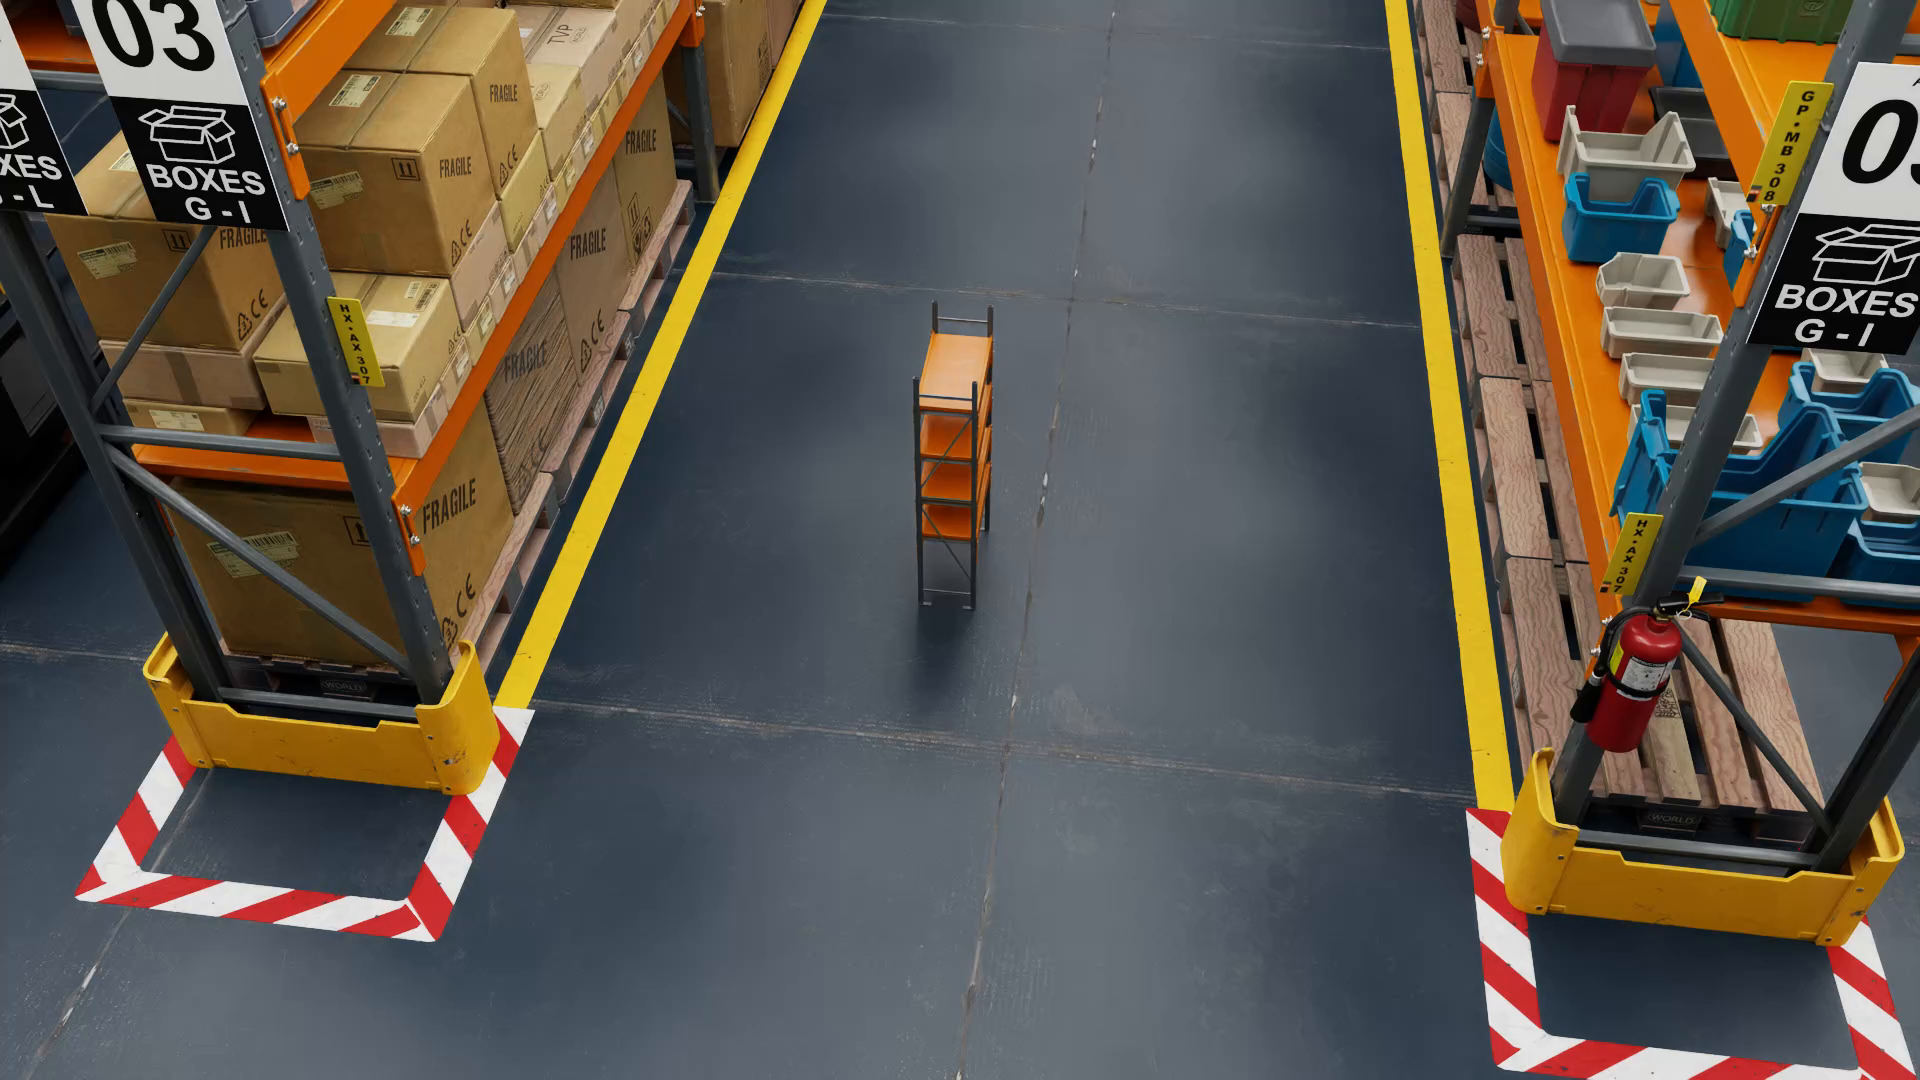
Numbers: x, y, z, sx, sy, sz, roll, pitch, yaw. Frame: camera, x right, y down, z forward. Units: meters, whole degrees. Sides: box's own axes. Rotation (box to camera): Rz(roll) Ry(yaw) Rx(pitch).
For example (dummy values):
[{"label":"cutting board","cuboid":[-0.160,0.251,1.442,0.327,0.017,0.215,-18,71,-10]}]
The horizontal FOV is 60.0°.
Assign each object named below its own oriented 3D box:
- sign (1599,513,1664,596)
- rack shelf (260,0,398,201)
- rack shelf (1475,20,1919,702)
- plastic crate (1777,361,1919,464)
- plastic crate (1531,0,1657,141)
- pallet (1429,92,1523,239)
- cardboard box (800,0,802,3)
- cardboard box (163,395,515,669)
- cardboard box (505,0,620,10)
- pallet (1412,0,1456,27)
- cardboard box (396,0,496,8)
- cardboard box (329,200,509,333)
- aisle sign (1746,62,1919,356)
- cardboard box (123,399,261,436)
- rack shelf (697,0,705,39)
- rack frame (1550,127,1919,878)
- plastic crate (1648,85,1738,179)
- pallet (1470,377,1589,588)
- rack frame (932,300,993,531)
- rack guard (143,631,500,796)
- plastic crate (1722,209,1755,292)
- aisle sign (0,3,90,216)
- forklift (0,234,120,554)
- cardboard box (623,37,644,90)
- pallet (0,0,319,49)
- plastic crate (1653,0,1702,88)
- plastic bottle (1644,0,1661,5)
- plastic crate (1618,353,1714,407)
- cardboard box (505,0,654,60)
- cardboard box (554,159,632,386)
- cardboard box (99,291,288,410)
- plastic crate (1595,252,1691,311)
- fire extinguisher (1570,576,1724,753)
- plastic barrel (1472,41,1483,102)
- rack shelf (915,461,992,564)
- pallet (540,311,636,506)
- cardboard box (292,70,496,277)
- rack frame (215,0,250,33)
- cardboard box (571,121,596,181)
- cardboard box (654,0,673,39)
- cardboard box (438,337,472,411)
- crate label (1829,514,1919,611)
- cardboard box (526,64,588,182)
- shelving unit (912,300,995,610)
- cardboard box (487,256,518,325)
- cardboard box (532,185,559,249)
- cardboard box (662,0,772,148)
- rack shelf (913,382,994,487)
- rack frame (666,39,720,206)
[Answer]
[{"label":"sign","cuboid":[1.986,0.044,4.925,0.100,0.325,0.005,5,44,6]},{"label":"rack shelf","cuboid":[-2.112,-2.499,6.071,1.077,0.370,4.000,5,44,6]},{"label":"rack shelf","cuboid":[2.798,-0.959,6.627,1.077,0.370,4.000,5,44,6]},{"label":"plastic crate","cuboid":[2.980,-0.405,5.597,0.416,0.233,0.300,5,44,6]},{"label":"plastic crate","cuboid":[2.696,-2.043,7.158,0.402,0.464,0.583,5,44,6]},{"label":"pallet","cuboid":[3.206,-2.093,9.329,1.003,0.211,1.213,5,44,6]},{"label":"cardboard box","cuboid":[-1.556,-4.065,10.624,1.225,0.875,0.875,5,44,6]},{"label":"cardboard box","cuboid":[-2.371,-0.132,6.470,0.875,0.875,0.875,5,44,6]},{"label":"cardboard box","cuboid":[-1.713,-2.681,7.269,0.500,0.500,0.500,6,44,6]},{"label":"pallet","cuboid":[3.528,-3.756,11.085,1.003,0.211,1.213,5,44,6]},{"label":"cardboard box","cuboid":[-2.301,-2.366,6.937,0.500,0.500,0.500,4,44,4]},{"label":"cardboard box","cuboid":[-1.983,-1.019,6.059,0.500,0.250,0.500,5,44,5]},{"label":"aisle sign","cuboid":[2.234,-0.779,4.022,0.394,0.787,0.004,5,44,6]},{"label":"cardboard box","cuboid":[-2.655,-0.489,5.790,0.380,0.149,0.250,6,44,6]},{"label":"rack shelf","cuboid":[-1.583,-4.135,9.981,1.077,0.370,4.000,5,44,6]},{"label":"rack frame","cuboid":[2.534,0.143,4.940,1.000,3.000,0.127,5,44,6]},{"label":"plastic crate","cuboid":[3.181,-1.718,7.062,0.437,0.125,0.590,5,44,6]},{"label":"pallet","cuboid":[2.845,-0.232,7.364,1.003,0.211,1.213,5,44,6]},{"label":"rack frame","cuboid":[0.010,-0.489,6.916,0.240,1.200,0.015,5,44,6]},{"label":"rack guard","cuboid":[-2.379,0.616,6.258,1.175,0.500,0.348,5,44,6]},{"label":"plastic crate","cuboid":[3.106,-1.059,6.287,0.416,0.233,0.300,5,44,6]},{"label":"aisle sign","cuboid":[-2.683,-1.230,4.499,0.394,0.787,0.004,5,44,6]},{"label":"forklift","cuboid":[-4.551,-1.429,6.649,1.130,2.935,3.031,5,44,5]},{"label":"cardboard box","cuboid":[-1.665,-2.179,7.575,0.380,0.149,0.250,6,44,6]},{"label":"pallet","cuboid":[-2.288,-1.871,4.949,1.003,0.211,1.213,5,44,6]},{"label":"plastic crate","cuboid":[3.339,-2.250,7.435,0.392,0.384,0.575,5,44,6]},{"label":"plastic bottle","cuboid":[3.436,-2.804,8.087,0.144,0.351,0.185,5,44,6]},{"label":"plastic crate","cuboid":[2.515,-0.552,5.821,0.396,0.136,0.243,5,44,6]},{"label":"cardboard box","cuboid":[-1.711,-2.410,7.528,0.500,0.250,0.500,6,44,7]},{"label":"cardboard box","cuboid":[-2.133,-1.359,7.765,0.875,0.875,0.875,5,44,6]},{"label":"cardboard box","cuboid":[-2.575,-0.716,5.739,0.500,0.250,0.500,5,44,5]},{"label":"plastic crate","cuboid":[2.548,-0.947,6.239,0.298,0.136,0.250,5,44,6]},{"label":"fire extinguisher","cuboid":[2.063,0.368,5.030,0.296,0.674,0.183,5,44,6]},{"label":"plastic barrel","cuboid":[3.245,-2.826,9.296,0.600,0.901,0.708,5,44,6]},{"label":"rack shelf","cuboid":[-0.022,-0.130,6.923,0.258,0.148,0.480,5,44,6]},{"label":"pallet","cuboid":[-2.184,-0.676,7.833,1.003,0.211,1.213,5,44,6]},{"label":"cardboard box","cuboid":[-1.979,-1.277,5.786,0.500,0.500,0.500,4,44,4]},{"label":"rack frame","cuboid":[-2.376,-2.486,3.353,1.000,3.000,0.127,5,44,6]},{"label":"cardboard box","cuboid":[-1.767,-1.656,7.022,0.380,0.149,0.250,6,44,6]},{"label":"cardboard box","cuboid":[-1.597,-2.529,7.944,0.380,0.149,0.250,6,44,6]},{"label":"cardboard box","cuboid":[-1.969,-0.603,5.910,0.380,0.149,0.250,5,44,5]},{"label":"crate label","cuboid":[2.893,0.043,5.123,0.416,0.233,0.303,5,44,6]},{"label":"cardboard box","cuboid":[-1.849,-1.717,6.796,0.500,0.250,0.500,4,44,5]},{"label":"shelving unit","cuboid":[-0.022,-0.323,6.741,0.258,1.200,0.503,5,44,6]},{"label":"cardboard box","cuboid":[-1.903,-0.956,6.283,0.380,0.149,0.250,5,44,5]},{"label":"cardboard box","cuboid":[-1.834,-1.305,6.651,0.380,0.149,0.250,5,44,5]},{"label":"cardboard box","cuboid":[-1.782,-2.853,9.343,1.225,0.875,0.875,5,44,6]},{"label":"rack shelf","cuboid":[-0.022,-0.436,6.633,0.258,0.148,0.480,5,44,6]},{"label":"rack frame","cuboid":[-1.847,-3.034,8.294,1.000,3.000,0.127,5,44,6]}]
